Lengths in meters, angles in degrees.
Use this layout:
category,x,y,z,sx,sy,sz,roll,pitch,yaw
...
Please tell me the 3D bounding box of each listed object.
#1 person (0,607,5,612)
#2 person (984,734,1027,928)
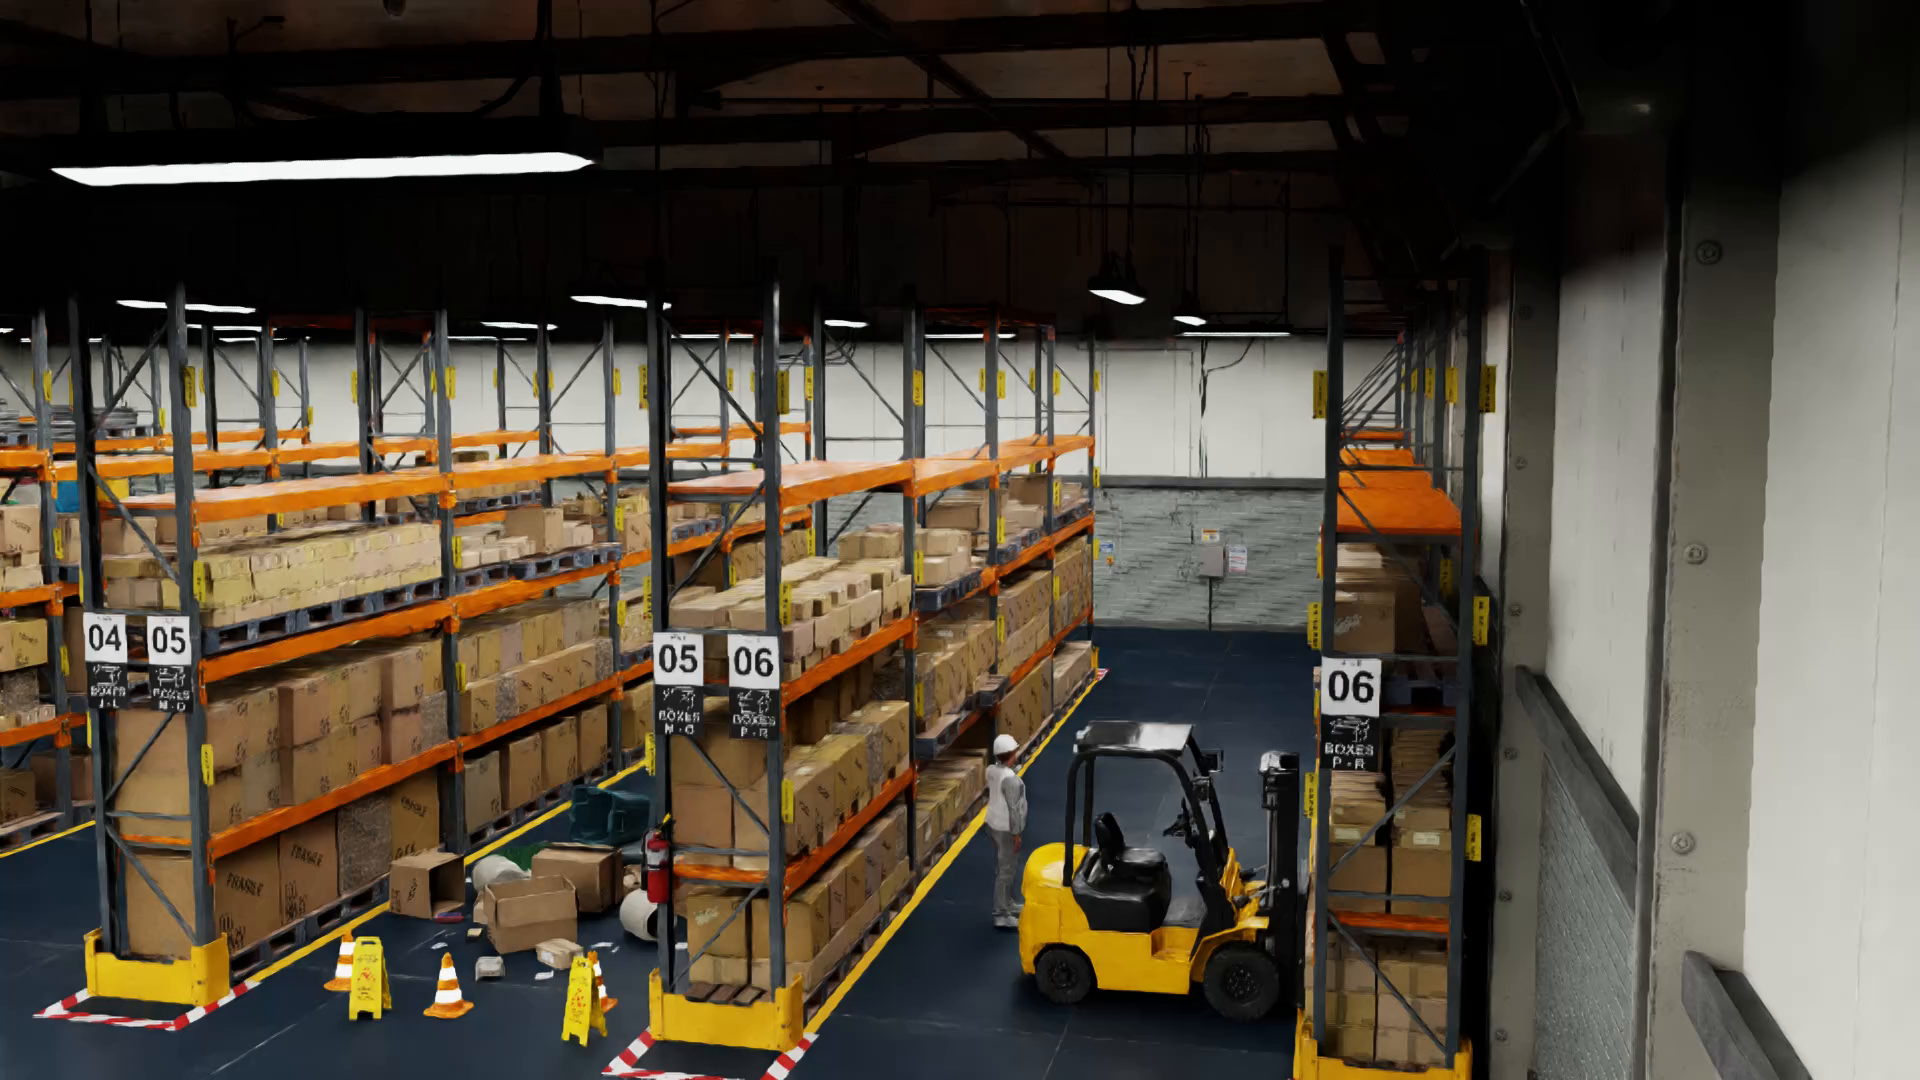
category,x,y,z,sx,sy,sz,roll,pitch,yaw
person,-19.838,0.936,33.850,0.448,1.590,1.110,2,6,15
person,0.469,2.698,15.592,0.444,1.766,0.581,-2,6,-18
